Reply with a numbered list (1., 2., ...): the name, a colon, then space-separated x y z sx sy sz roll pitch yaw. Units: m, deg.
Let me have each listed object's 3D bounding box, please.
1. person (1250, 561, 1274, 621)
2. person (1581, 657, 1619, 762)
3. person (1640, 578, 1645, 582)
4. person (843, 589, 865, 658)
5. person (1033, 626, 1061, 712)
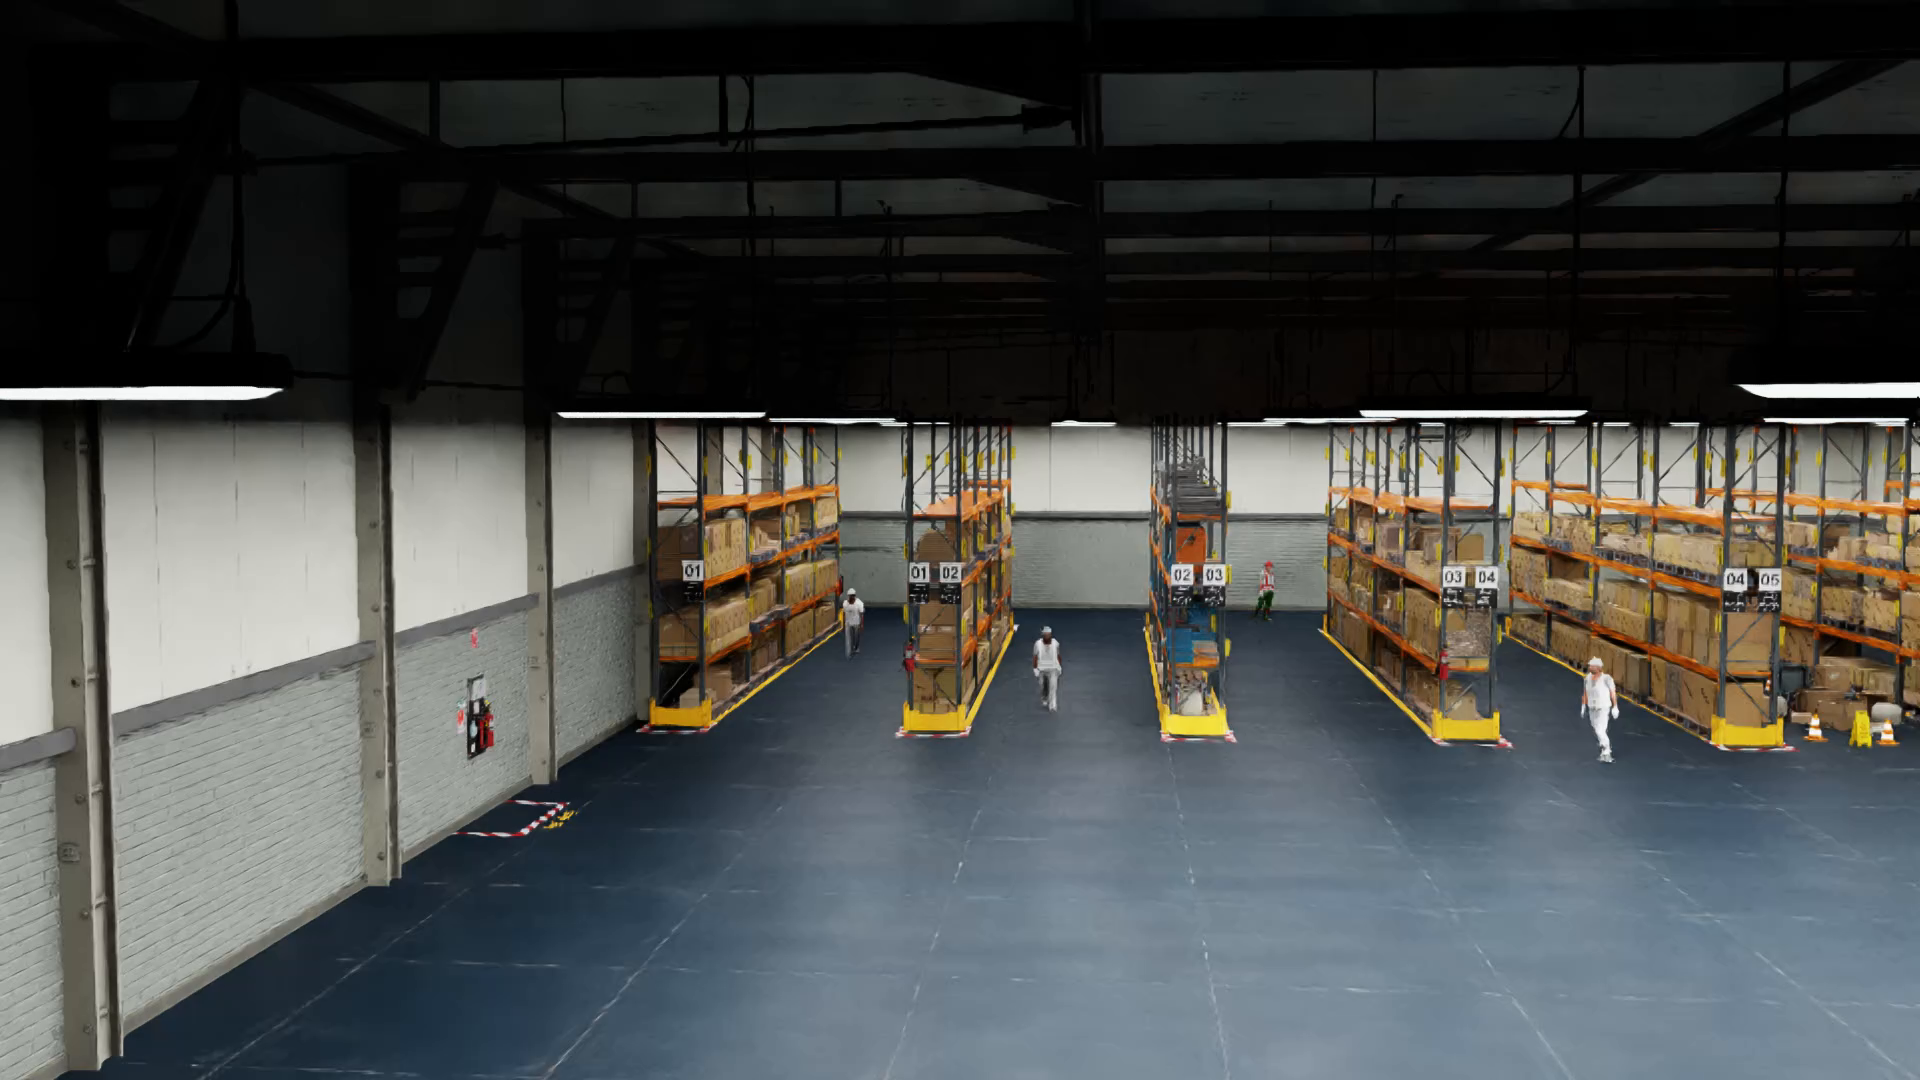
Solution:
1. person: 8.992 1.512 49.403 0.739 1.780 0.531 -3 5 -34
2. person: 10.979 2.898 28.533 0.490 1.773 0.640 -2 5 -32
3. person: 17.838 1.885 43.681 0.586 1.768 0.638 2 4 26
4. person: -2.674 2.068 41.616 0.589 1.716 1.043 0 4 4
5. person: 1.760 2.588 33.714 0.566 1.706 1.122 1 4 8
